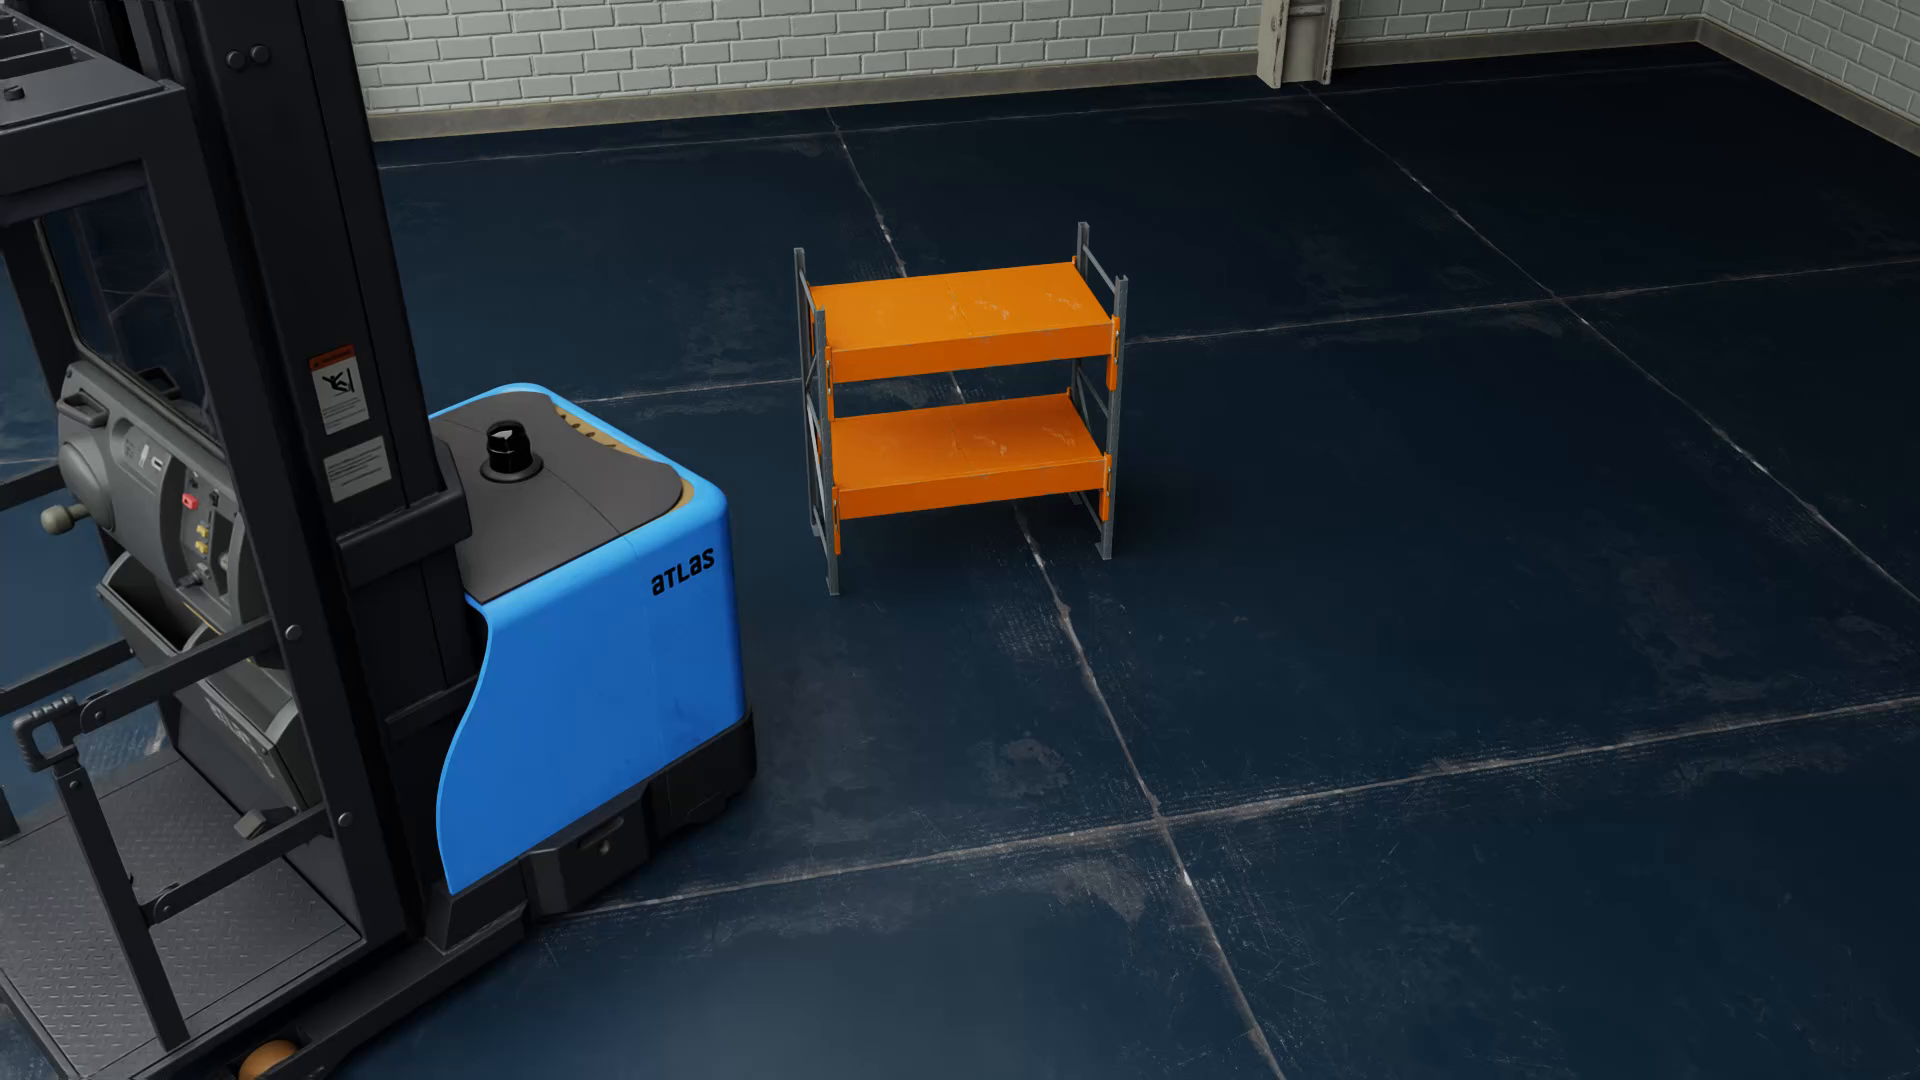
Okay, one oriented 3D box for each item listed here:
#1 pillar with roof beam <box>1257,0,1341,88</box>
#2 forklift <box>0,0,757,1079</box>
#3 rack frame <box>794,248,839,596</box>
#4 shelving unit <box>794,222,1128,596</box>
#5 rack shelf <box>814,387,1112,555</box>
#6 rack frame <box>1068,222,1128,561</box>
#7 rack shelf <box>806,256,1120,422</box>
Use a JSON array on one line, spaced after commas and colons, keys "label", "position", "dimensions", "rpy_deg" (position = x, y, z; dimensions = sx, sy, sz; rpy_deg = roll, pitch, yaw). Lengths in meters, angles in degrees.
[{"label": "pillar with roof beam", "position": [3.082, -4.356, 4.666], "dimensions": [0.400, 9.000, 9.100], "rpy_deg": [-7, 35, -11]}, {"label": "forklift", "position": [-2.000, -0.049, 3.693], "dimensions": [1.130, 2.935, 3.031], "rpy_deg": [28, 43, 35]}, {"label": "rack frame", "position": [-0.502, -0.404, 5.842], "dimensions": [0.032, 1.125, 0.500], "rpy_deg": [-7, 35, -11]}, {"label": "shelving unit", "position": [-0.007, -0.466, 5.935], "dimensions": [1.048, 1.125, 0.538], "rpy_deg": [-7, 35, -11]}, {"label": "rack shelf", "position": [-0.007, -0.263, 6.072], "dimensions": [1.000, 0.278, 0.538], "rpy_deg": [-7, 35, -11]}, {"label": "rack frame", "position": [0.489, -0.529, 6.028], "dimensions": [0.032, 1.125, 0.500], "rpy_deg": [-7, 35, -11]}, {"label": "rack shelf", "position": [-0.007, -0.709, 5.772], "dimensions": [1.000, 0.278, 0.538], "rpy_deg": [-7, 35, -11]}]
